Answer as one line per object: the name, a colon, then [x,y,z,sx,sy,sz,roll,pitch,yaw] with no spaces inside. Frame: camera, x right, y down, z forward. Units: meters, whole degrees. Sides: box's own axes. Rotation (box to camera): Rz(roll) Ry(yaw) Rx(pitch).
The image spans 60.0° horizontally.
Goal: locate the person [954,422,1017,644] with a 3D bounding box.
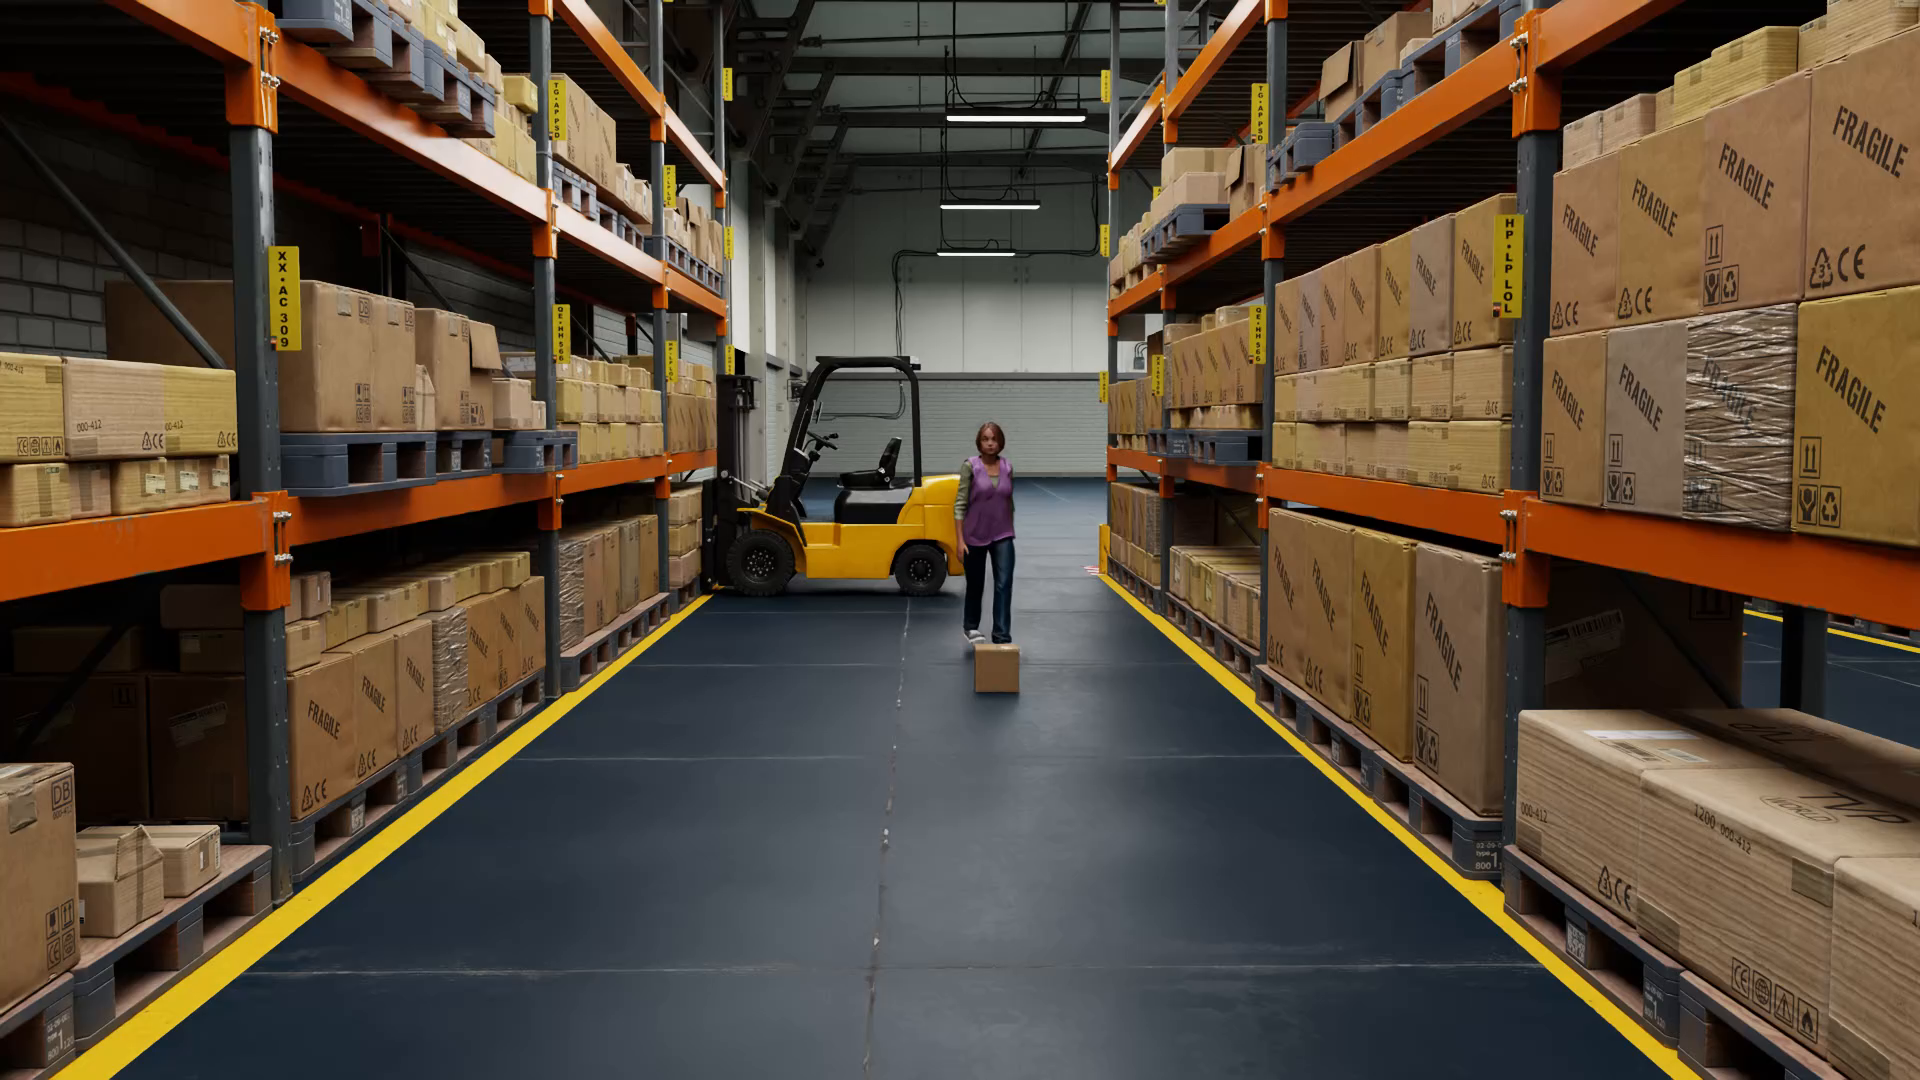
person: [0.167,-0.007,10.975,0.429,1.545,0.935,-1,4,-10]
